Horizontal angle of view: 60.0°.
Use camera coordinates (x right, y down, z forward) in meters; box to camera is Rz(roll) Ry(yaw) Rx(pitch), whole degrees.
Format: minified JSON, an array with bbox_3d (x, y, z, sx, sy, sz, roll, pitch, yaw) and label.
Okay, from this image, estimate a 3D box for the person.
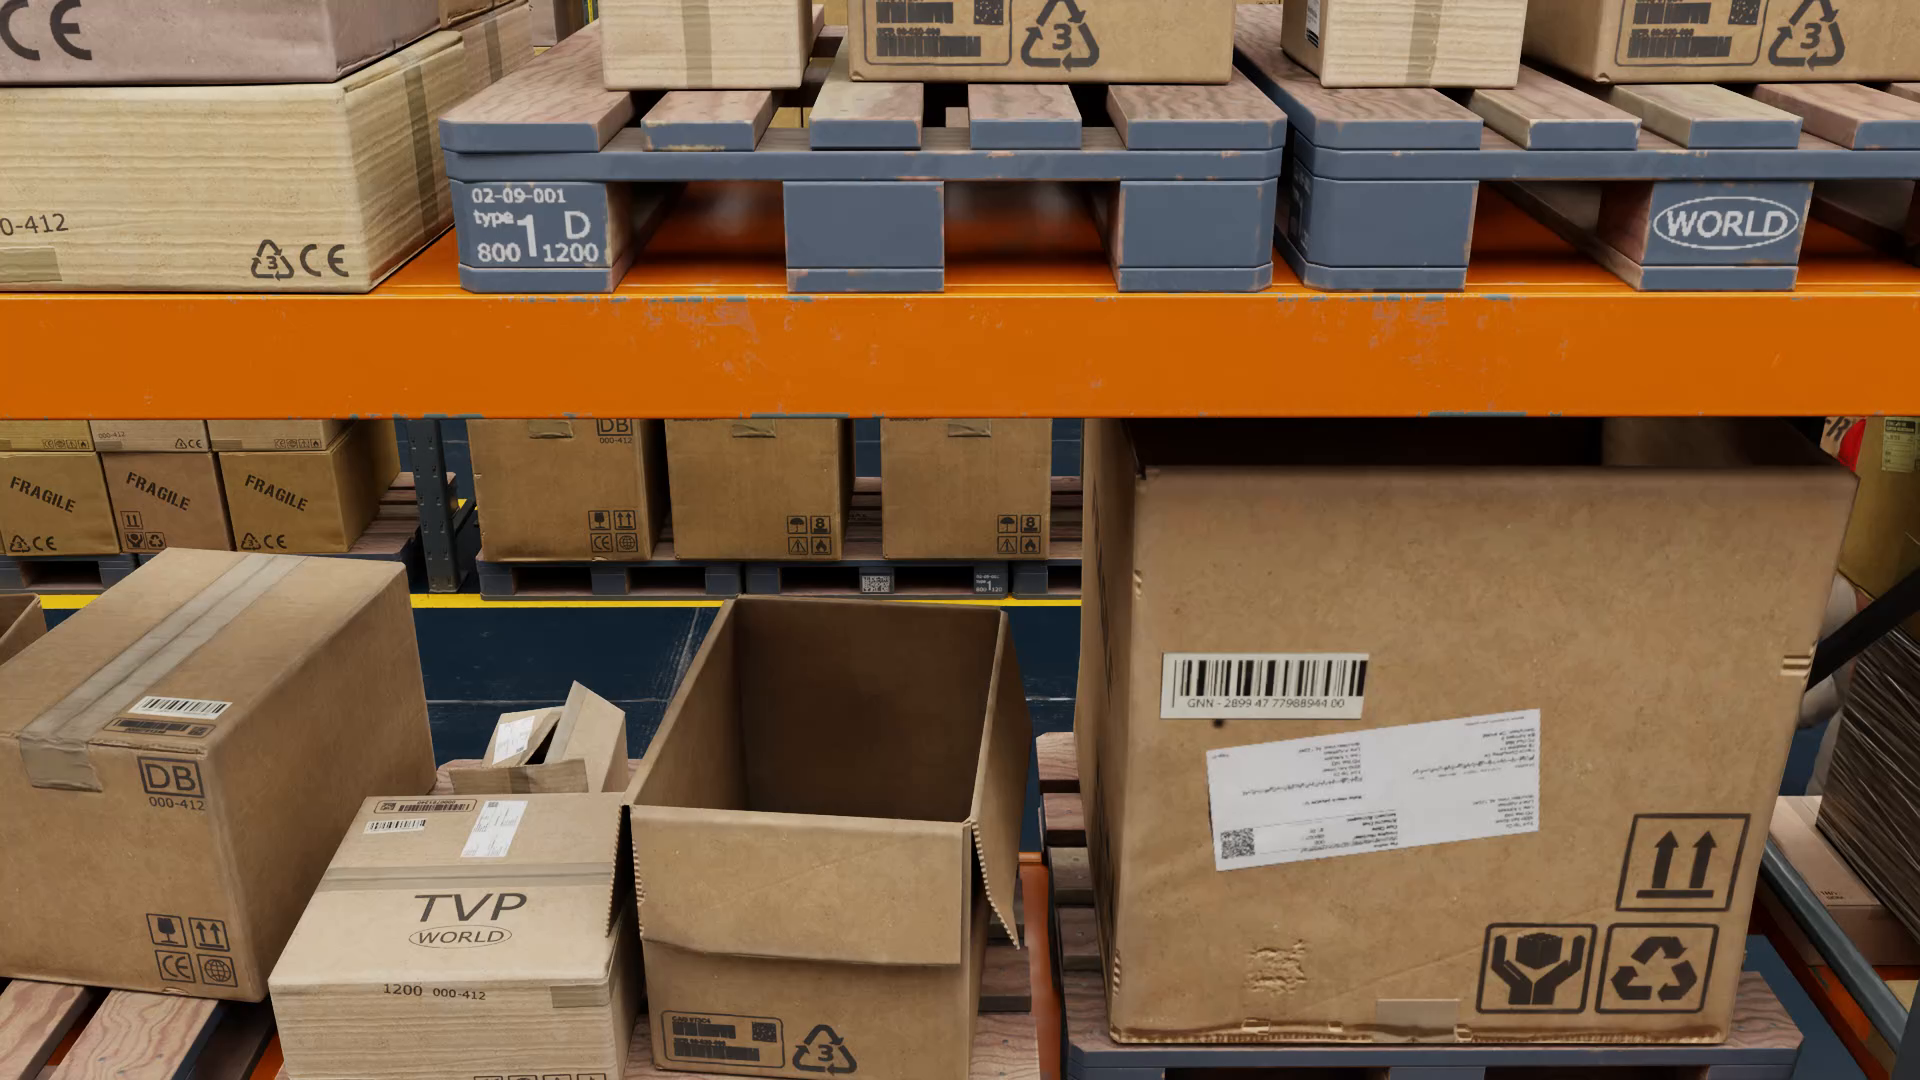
[{"bbox_3d":[3.014,0.208,5.615,0.626,1.703,0.539,8,25,17],"label":"person"}]
